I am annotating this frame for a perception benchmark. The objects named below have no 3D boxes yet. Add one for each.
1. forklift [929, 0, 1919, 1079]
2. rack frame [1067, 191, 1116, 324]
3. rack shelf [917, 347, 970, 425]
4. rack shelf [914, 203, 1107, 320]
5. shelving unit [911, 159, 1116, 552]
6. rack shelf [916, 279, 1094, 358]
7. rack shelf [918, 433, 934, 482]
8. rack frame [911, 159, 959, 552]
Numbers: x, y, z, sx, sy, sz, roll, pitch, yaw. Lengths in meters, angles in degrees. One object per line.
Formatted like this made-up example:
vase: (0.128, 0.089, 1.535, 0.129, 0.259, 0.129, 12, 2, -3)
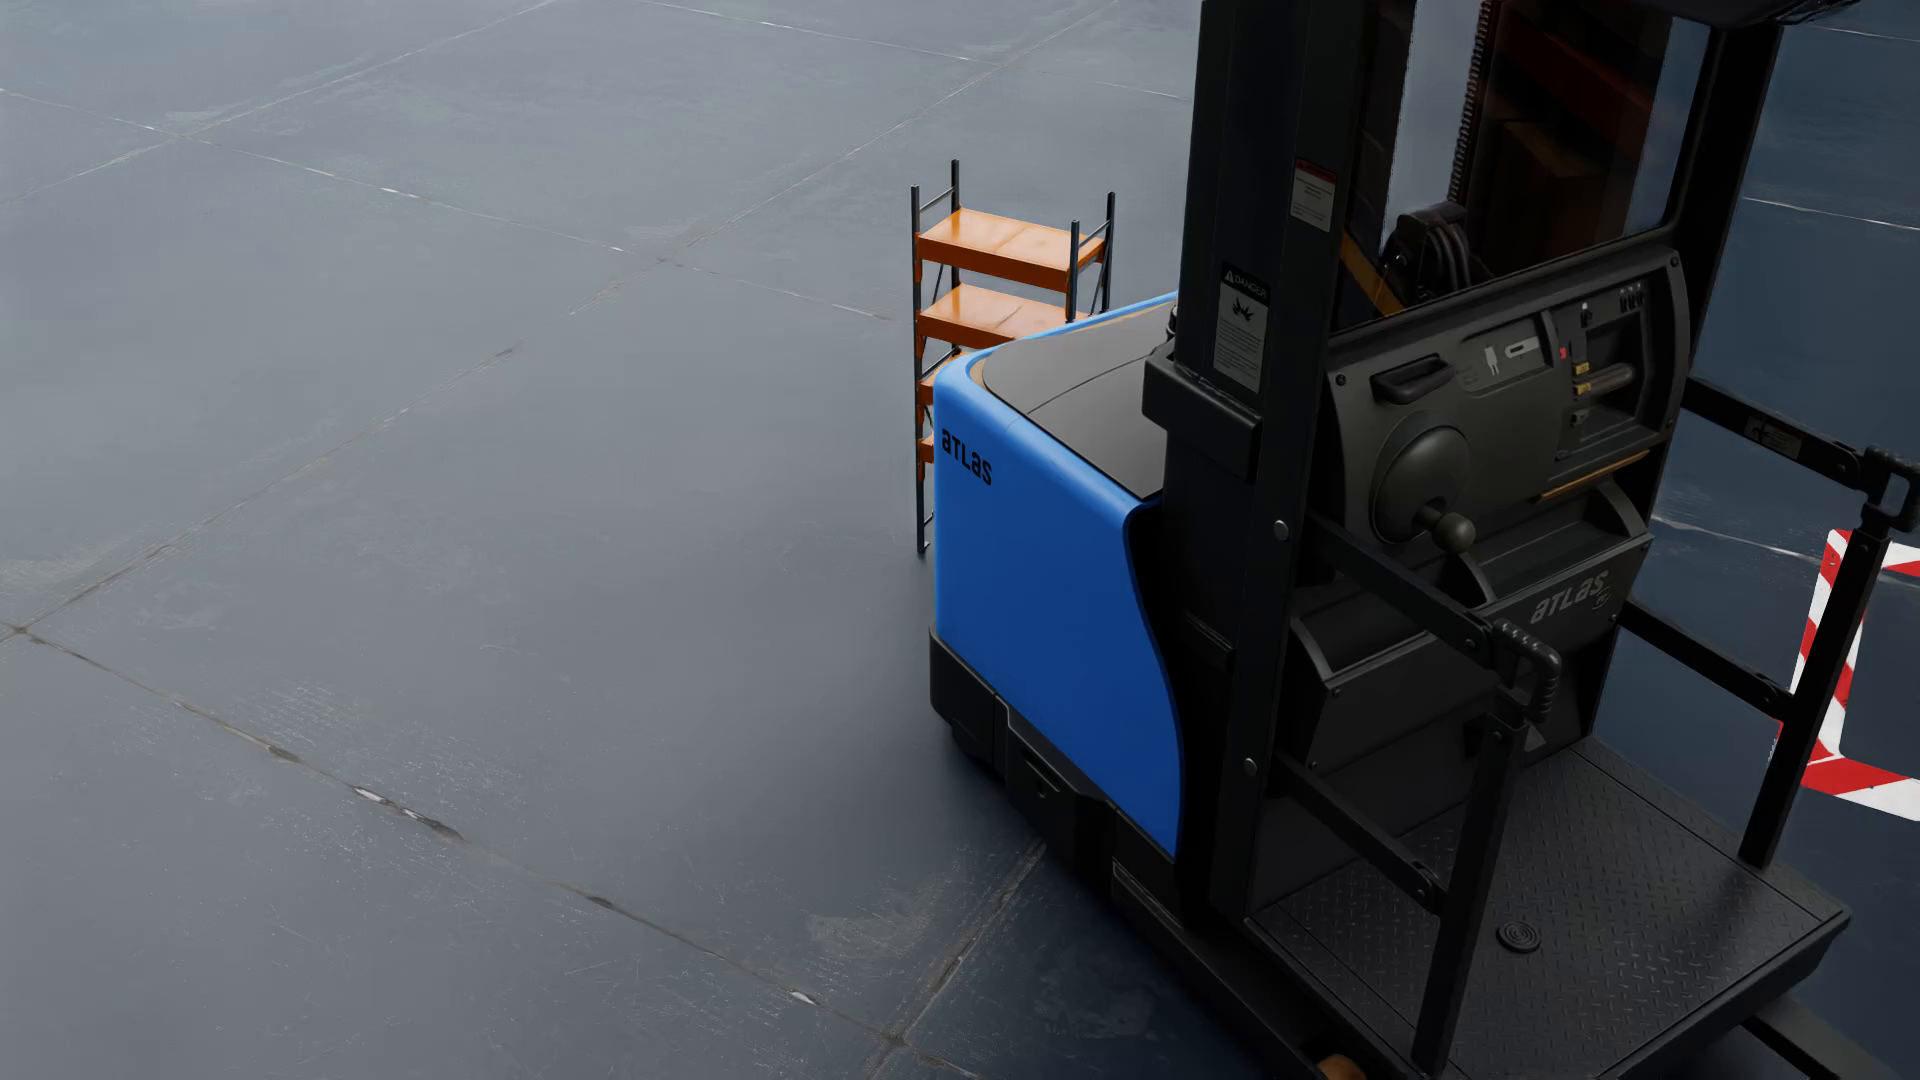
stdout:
forklift: (1.145, -0.208, 2.918, 1.130, 2.935, 3.031, -20, 38, -27)
rack frame: (0.356, -0.387, 4.748, 0.015, 1.200, 0.240, 18, 37, 24)
rack shelf: (0.144, -0.398, 4.886, 0.480, 0.148, 0.258, 18, 37, 24)
rack shelf: (0.144, -0.781, 4.631, 0.480, 0.148, 0.258, 18, 37, 24)
shelving unit: (0.144, -0.454, 4.849, 0.503, 1.200, 0.258, 18, 37, 24)
rack shelf: (0.144, -0.584, 4.762, 0.480, 0.148, 0.258, 18, 37, 24)
rack shelf: (0.144, -0.233, 4.996, 0.480, 0.148, 0.258, 18, 37, 24)
rack frame: (-0.068, -0.521, 4.950, 0.015, 1.200, 0.240, 18, 37, 24)
